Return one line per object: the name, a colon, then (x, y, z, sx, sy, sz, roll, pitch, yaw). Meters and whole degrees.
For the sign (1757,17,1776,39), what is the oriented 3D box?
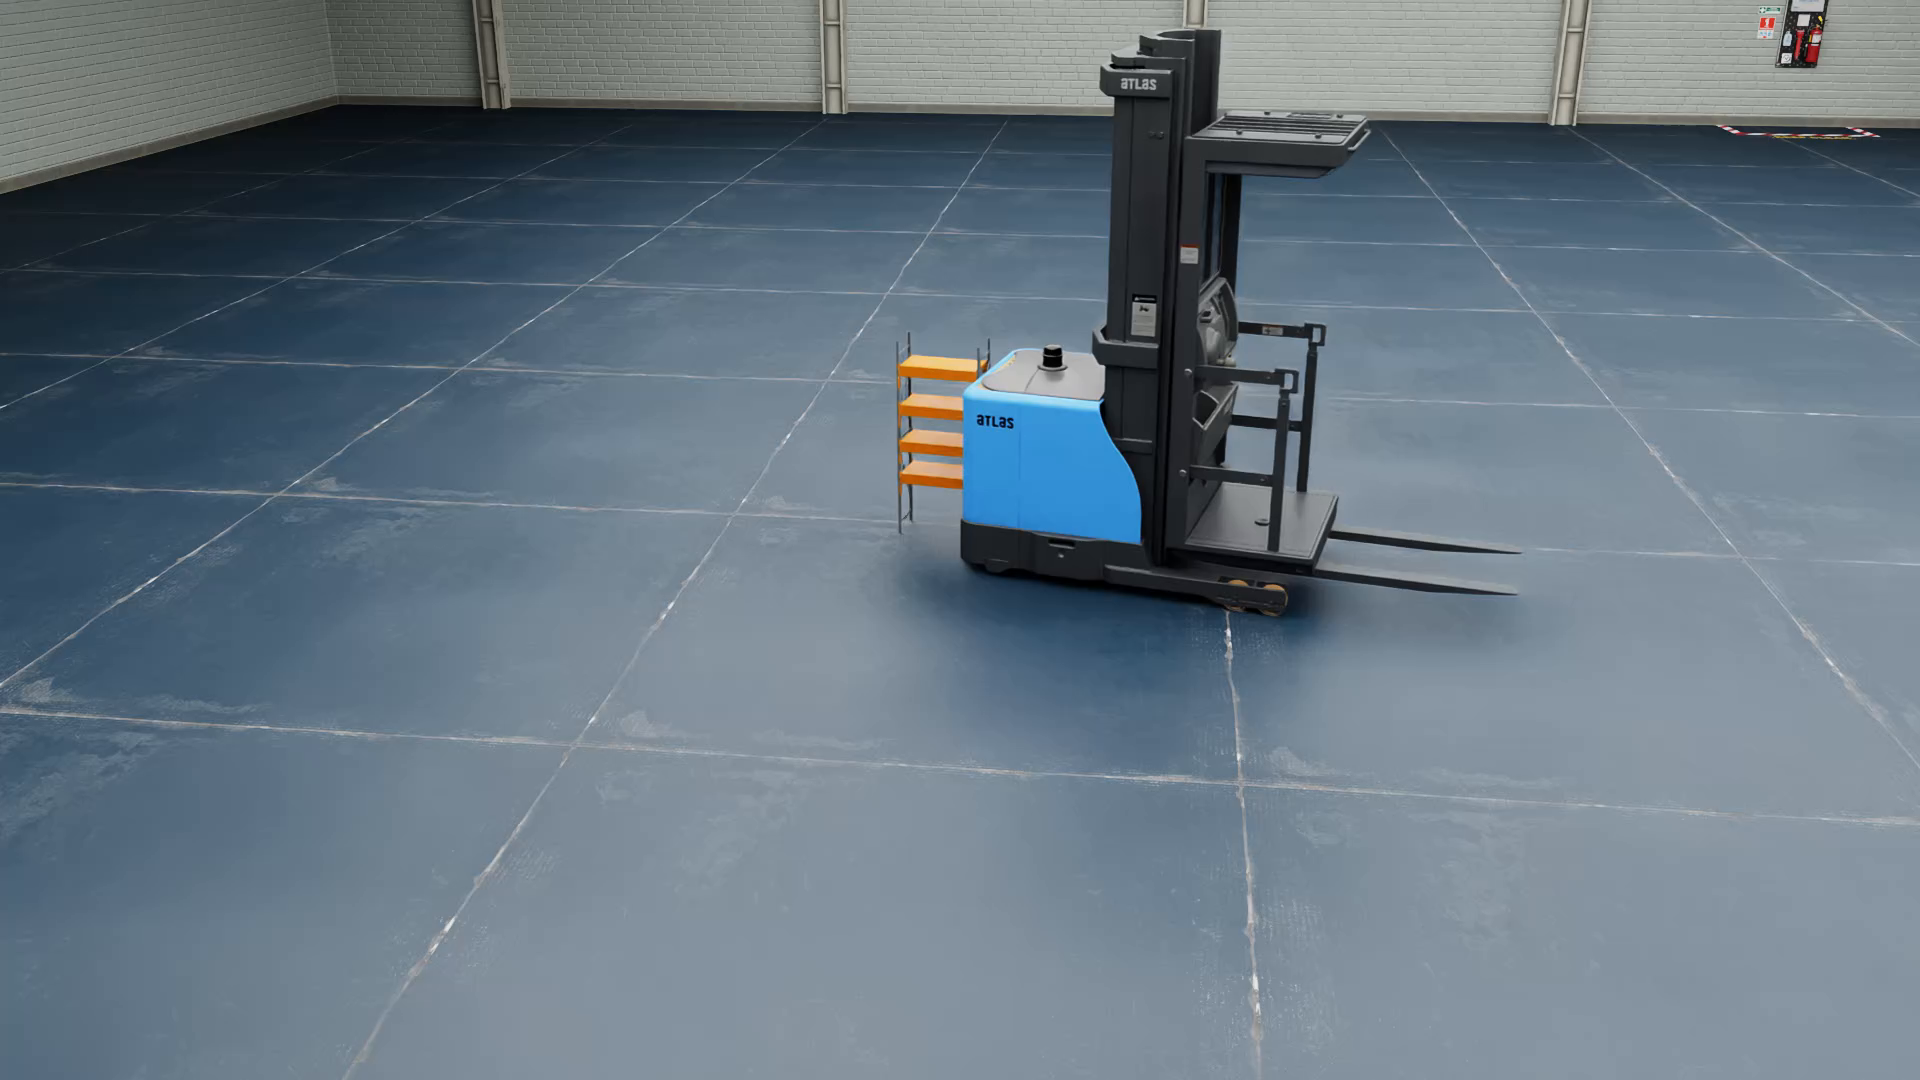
sign: (12.764, -8.108, 26.321, 0.234, 0.329, 0.001, 2, 22, 6)

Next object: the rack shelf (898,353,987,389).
rack shelf: (-0.096, -0.968, 9.688, 0.480, 0.148, 0.258, 6, 22, 15)

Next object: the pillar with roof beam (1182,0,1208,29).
pillar with roof beam: (3.328, -9.647, 22.101, 0.400, 9.000, 9.100, 2, 22, 6)

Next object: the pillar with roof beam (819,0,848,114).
pillar with roof beam: (-2.631, -9.906, 22.757, 0.400, 9.000, 9.100, 2, 22, 6)

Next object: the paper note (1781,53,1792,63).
paper note: (13.134, -7.653, 26.417, 0.142, 0.148, 0.016, 2, 22, 6)

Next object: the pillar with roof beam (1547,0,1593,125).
pillar with roof beam: (9.286, -9.387, 21.444, 0.400, 9.000, 9.100, 2, 22, 6)

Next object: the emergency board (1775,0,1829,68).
emergency board: (13.301, -8.030, 26.172, 0.643, 1.169, 0.194, 2, 22, 6)

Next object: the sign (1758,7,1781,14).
sign: (12.768, -8.351, 26.215, 0.331, 0.109, 0.001, 2, 22, 6)

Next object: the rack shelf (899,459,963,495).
rack shelf: (-0.096, -0.356, 9.931, 0.480, 0.148, 0.258, 6, 22, 15)

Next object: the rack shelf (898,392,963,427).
rack shelf: (-0.096, -0.748, 9.775, 0.480, 0.148, 0.258, 6, 22, 15)

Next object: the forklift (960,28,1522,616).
forklift: (1.575, -1.176, 8.927, 3.031, 2.935, 1.130, 7, 23, 18)

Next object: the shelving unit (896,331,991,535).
shelving unit: (-0.096, -0.603, 9.833, 0.503, 1.200, 0.258, 6, 22, 15)

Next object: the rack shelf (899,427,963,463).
rack shelf: (-0.096, -0.540, 9.858, 0.480, 0.148, 0.258, 6, 22, 15)

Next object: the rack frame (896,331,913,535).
rack frame: (-0.330, -0.629, 9.898, 0.015, 1.200, 0.240, 6, 22, 15)

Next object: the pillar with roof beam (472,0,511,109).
pillar with roof beam: (-8.589, -10.166, 23.414, 0.400, 9.000, 9.100, 2, 22, 6)

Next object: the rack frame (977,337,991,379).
rack frame: (0.138, -0.577, 9.768, 0.015, 1.200, 0.240, 6, 22, 15)
